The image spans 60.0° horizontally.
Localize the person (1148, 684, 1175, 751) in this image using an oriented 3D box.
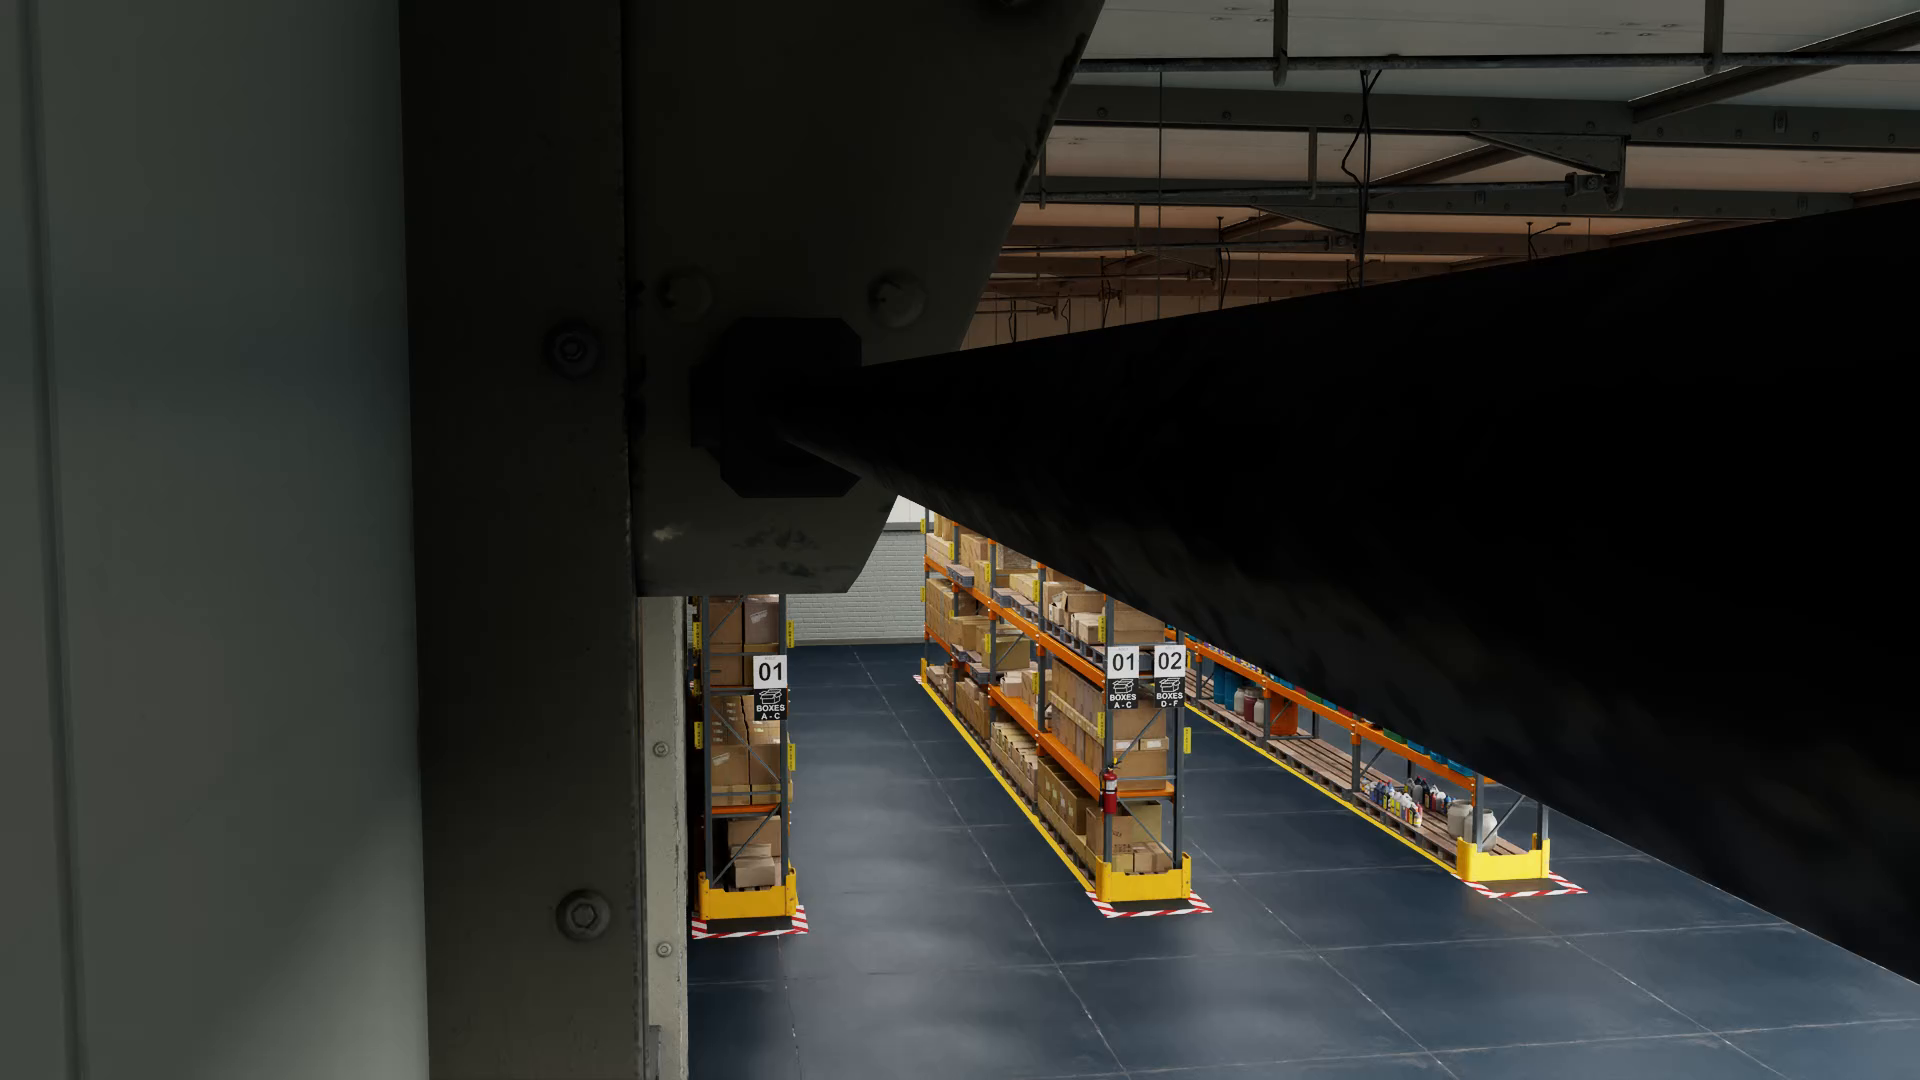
[{"bbox_3d":[3.616,2.928,29.418,0.590,1.630,0.519,-2,5,-19],"label":"person"}]
